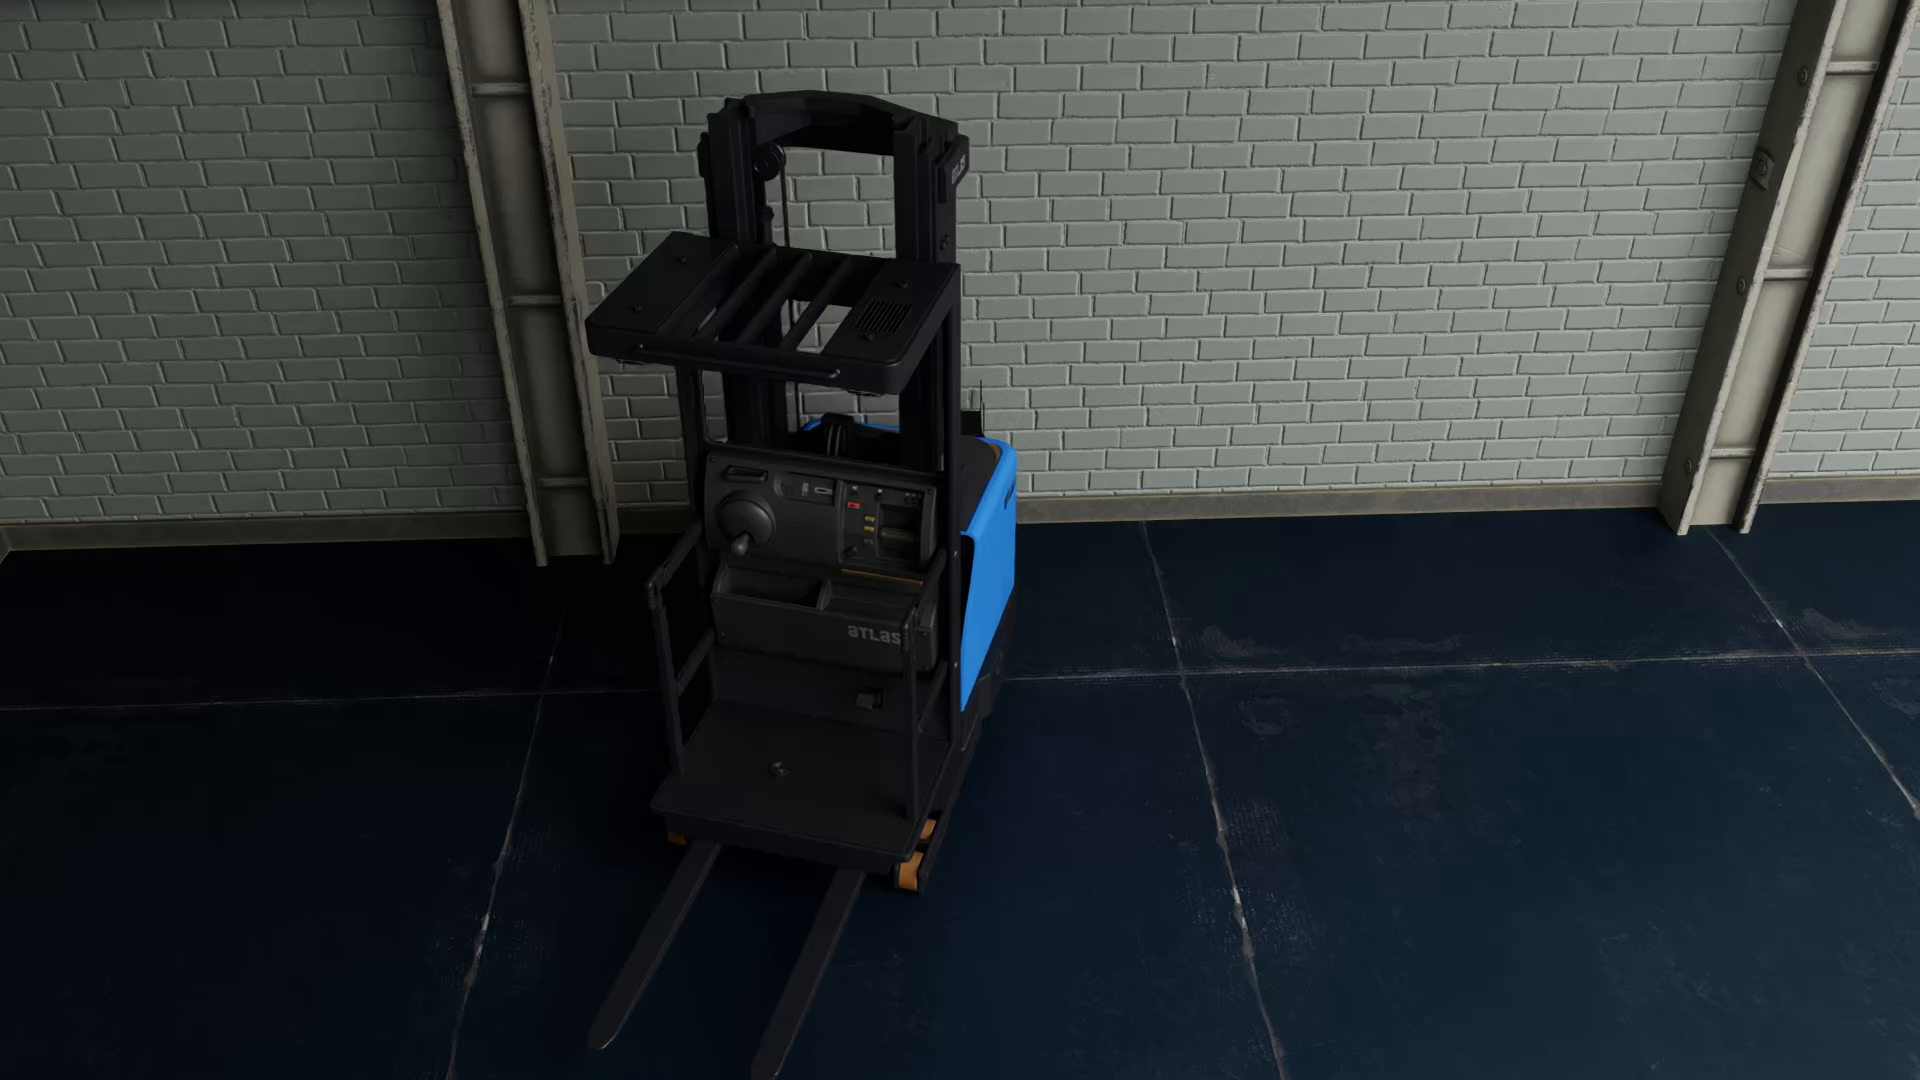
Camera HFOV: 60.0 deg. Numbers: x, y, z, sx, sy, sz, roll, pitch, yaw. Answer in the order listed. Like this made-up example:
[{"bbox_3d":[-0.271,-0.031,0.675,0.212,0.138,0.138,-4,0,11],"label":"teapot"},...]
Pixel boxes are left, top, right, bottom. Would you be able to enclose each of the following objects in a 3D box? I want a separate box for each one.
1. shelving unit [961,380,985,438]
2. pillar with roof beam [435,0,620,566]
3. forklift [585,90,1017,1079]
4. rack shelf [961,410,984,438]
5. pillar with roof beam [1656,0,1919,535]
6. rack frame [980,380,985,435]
[{"bbox_3d":[0.010,-0.365,8.524,0.210,0.900,0.258,-2,35,-3],"label":"shelving unit"},{"bbox_3d":[-1.796,-1.211,2.629,0.400,9.000,9.100,-2,35,-2],"label":"pillar with roof beam"},{"bbox_3d":[-0.598,-0.031,6.256,1.130,2.935,3.031,9,36,12],"label":"forklift"},{"bbox_3d":[0.010,-0.560,8.389,0.200,0.077,0.258,-2,35,-3],"label":"rack shelf"},{"bbox_3d":[4.197,-1.373,2.862,0.400,9.000,9.100,-2,35,-2],"label":"pillar with roof beam"},{"bbox_3d":[0.112,-0.369,8.528,0.006,0.900,0.240,-2,35,-3],"label":"rack frame"}]
